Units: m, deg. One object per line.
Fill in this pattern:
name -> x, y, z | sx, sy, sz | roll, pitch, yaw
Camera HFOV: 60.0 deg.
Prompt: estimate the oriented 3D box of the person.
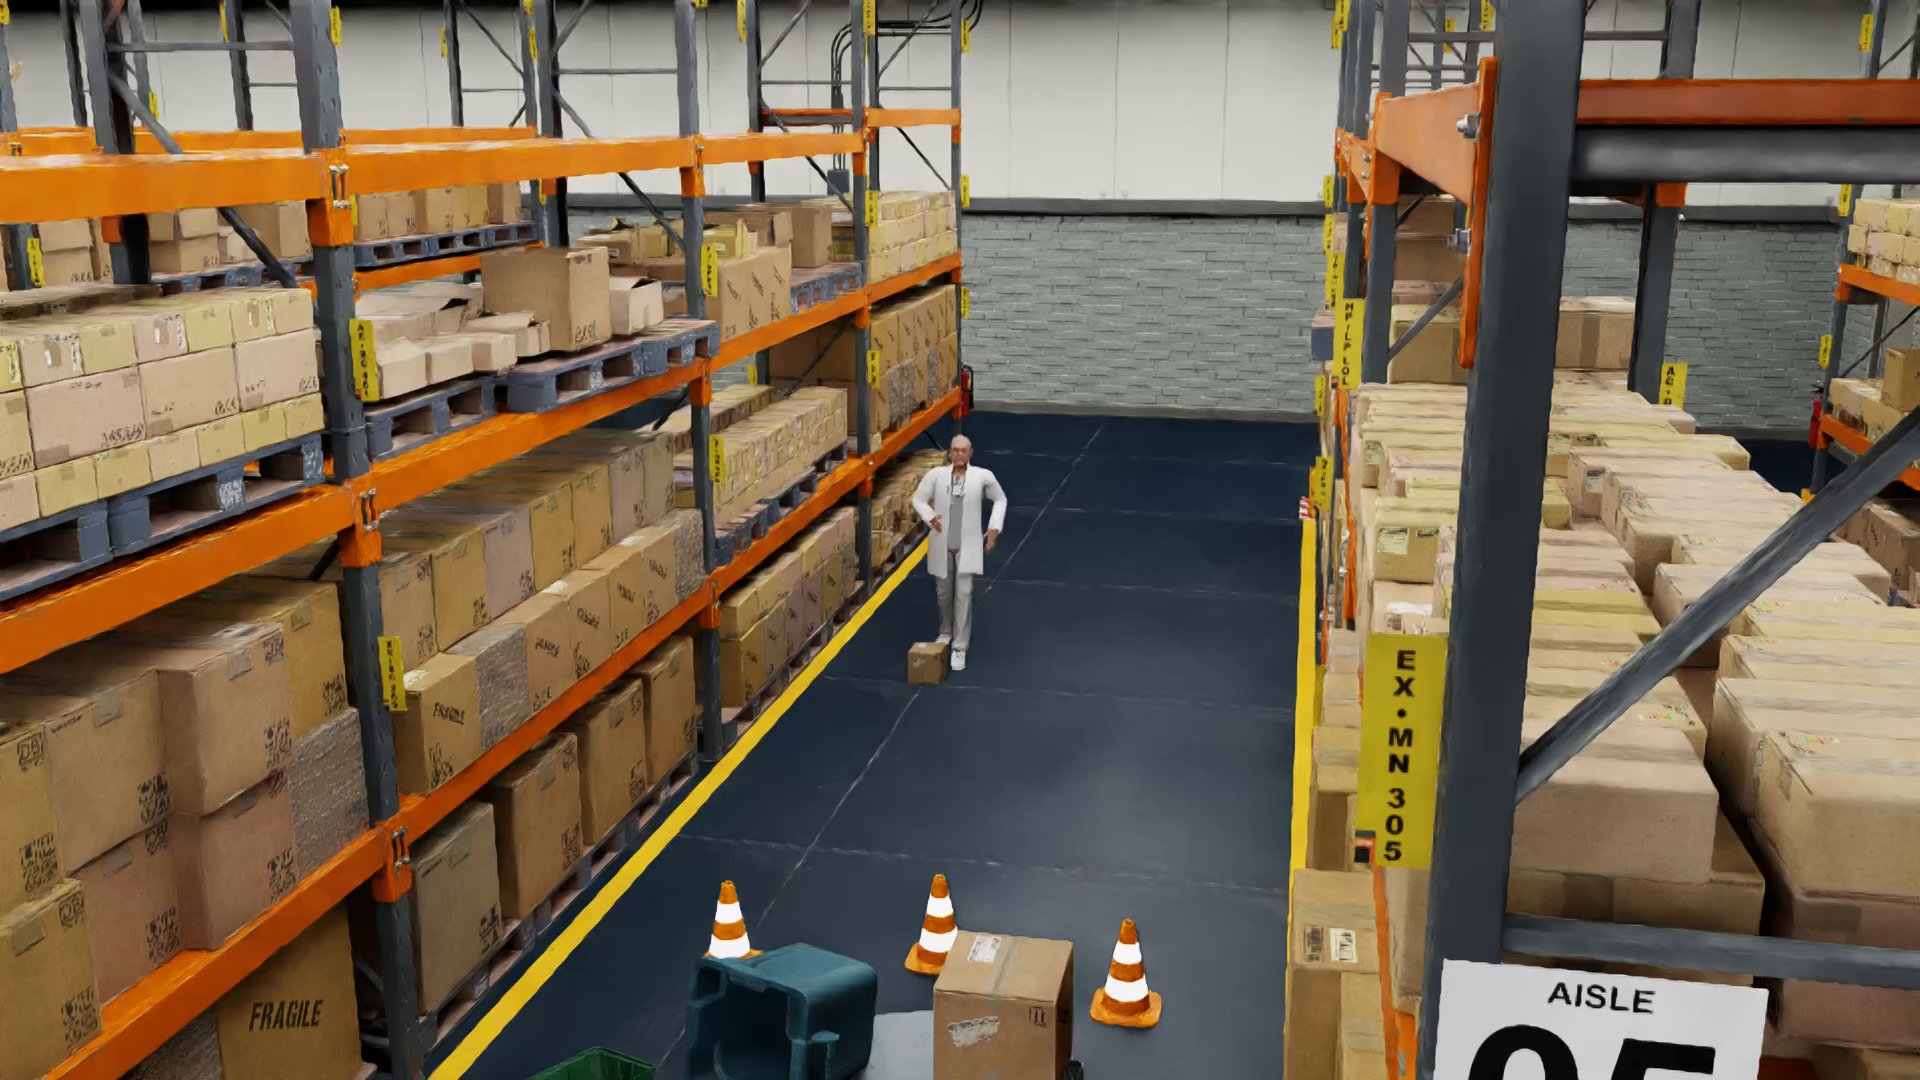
person -> -0.034, 0.078, 13.261 | 0.760, 1.790, 0.788 | 2, 15, 7
